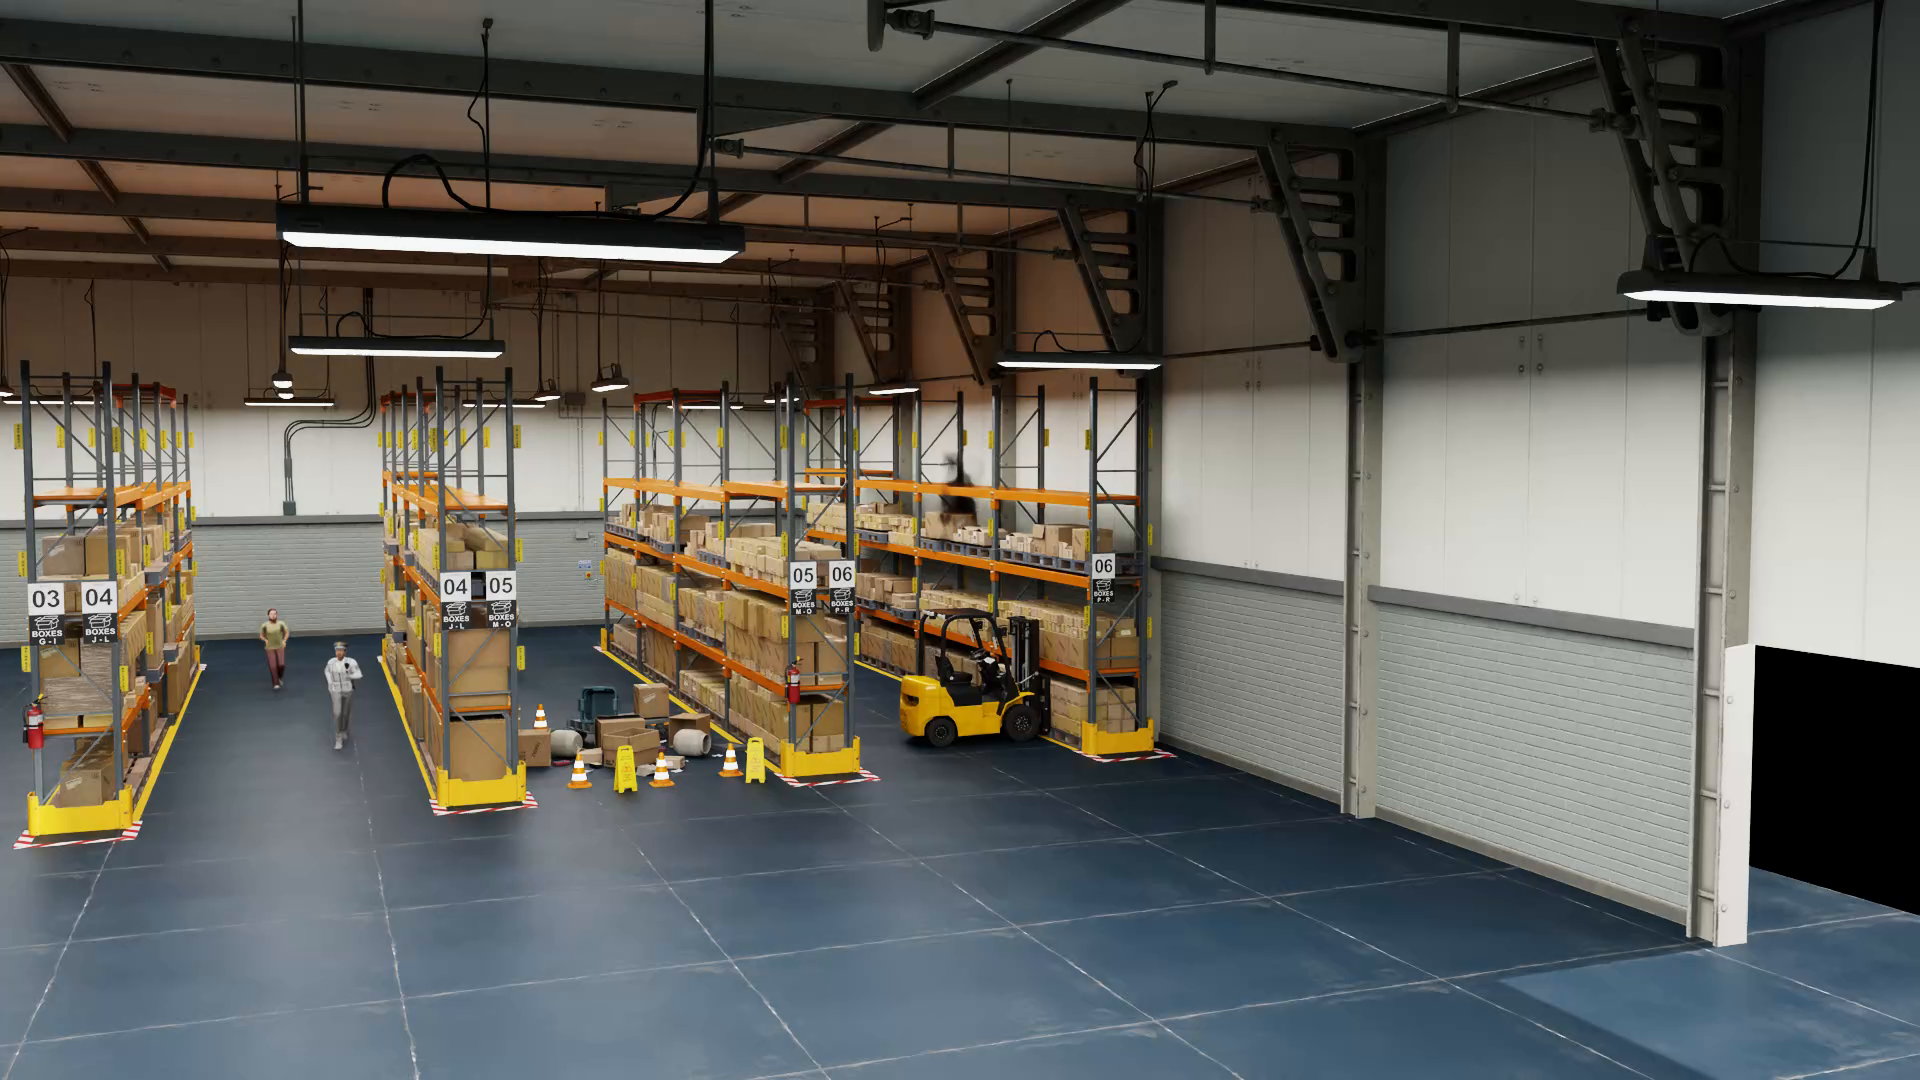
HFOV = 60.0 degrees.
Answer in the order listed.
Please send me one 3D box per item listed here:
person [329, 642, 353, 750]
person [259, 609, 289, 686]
[{"bbox_3d":[-10.129,2.527,27.236,0.397,1.754,0.749,-1,4,-19],"label":"person"},{"bbox_3d":[-13.701,2.154,33.248,0.556,1.573,0.506,-2,4,-24],"label":"person"}]
